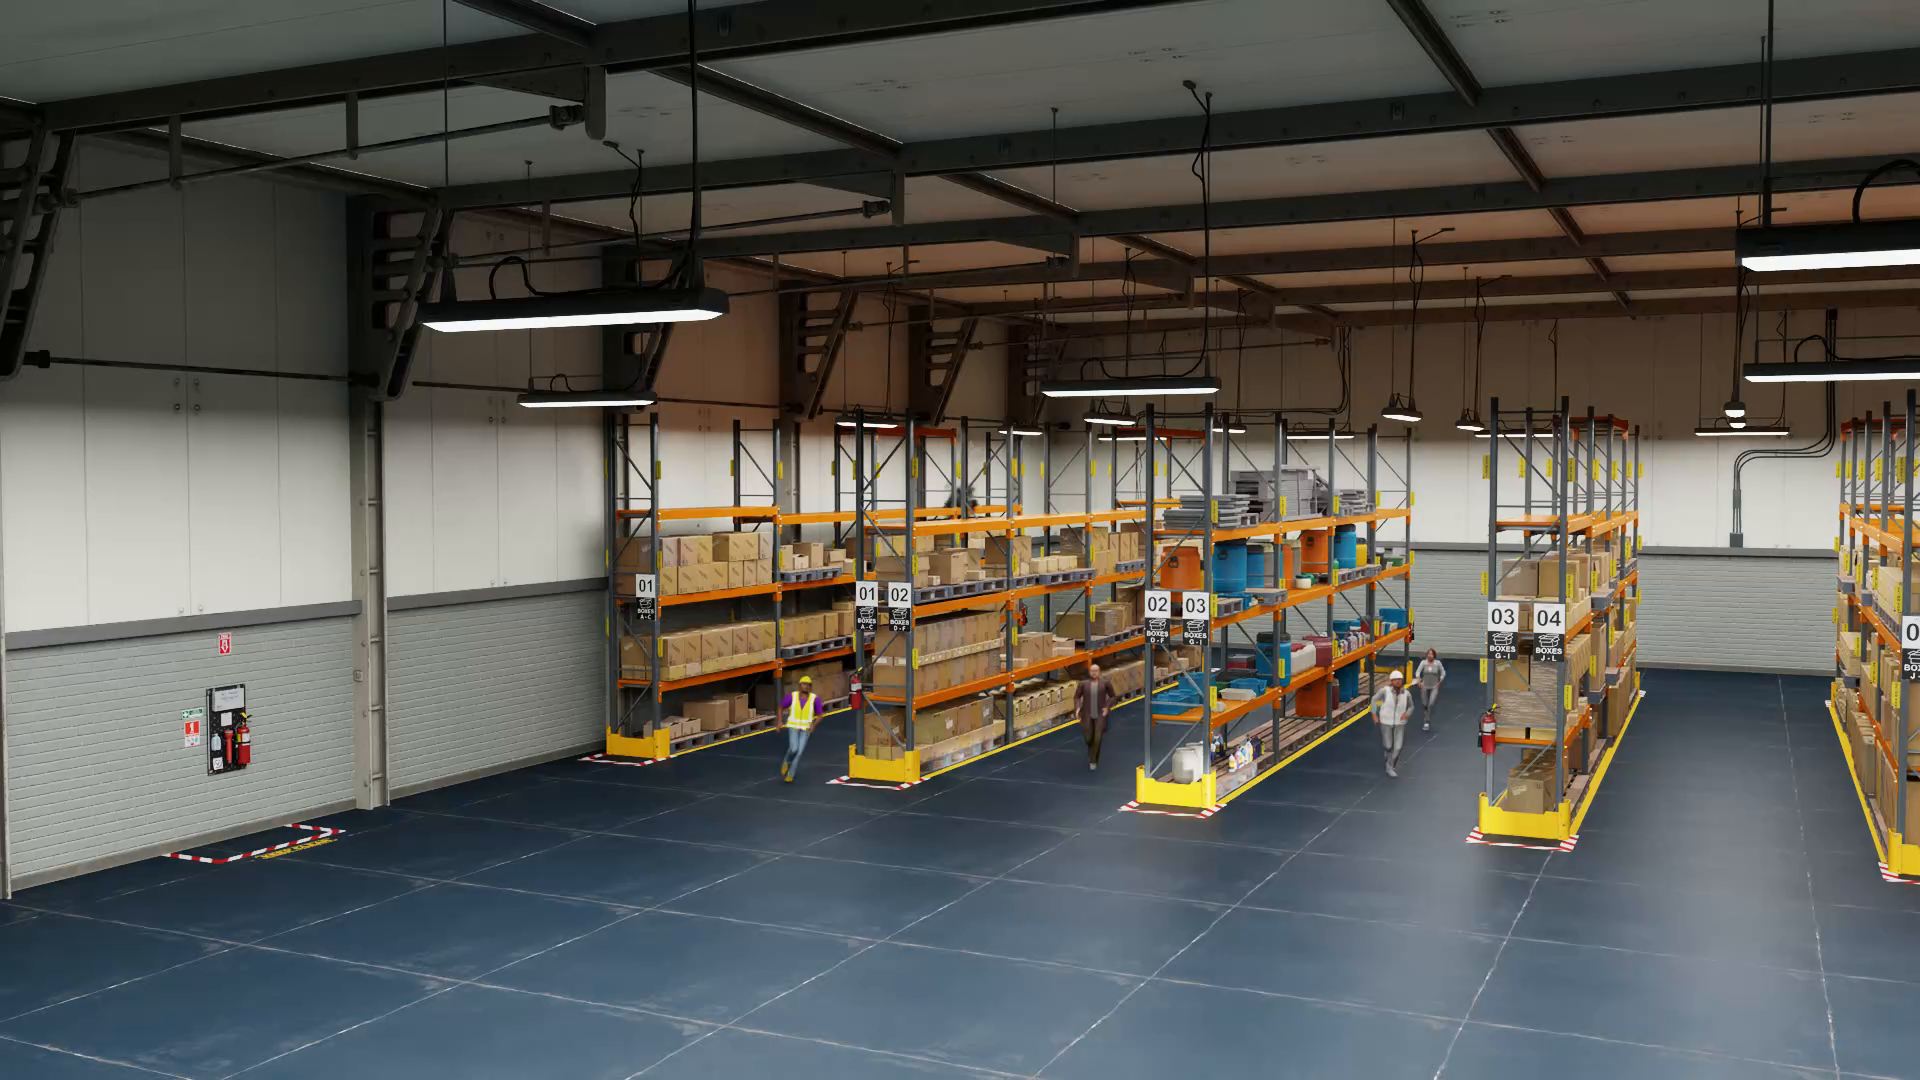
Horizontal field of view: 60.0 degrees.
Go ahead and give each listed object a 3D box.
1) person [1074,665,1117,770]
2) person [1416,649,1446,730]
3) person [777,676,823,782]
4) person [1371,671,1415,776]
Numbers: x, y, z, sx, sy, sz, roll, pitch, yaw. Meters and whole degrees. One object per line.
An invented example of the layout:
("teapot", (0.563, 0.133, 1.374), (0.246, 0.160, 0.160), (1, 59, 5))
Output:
("person", (2.276, 2.961, 28.047), (0.724, 1.729, 0.653), (0, 2, 9))
("person", (9.136, 2.877, 32.286), (0.559, 1.565, 0.564), (1, 3, 19))
("person", (-2.553, 3.033, 26.632), (0.743, 1.696, 0.557), (0, 2, -10))
("person", (7.120, 3.007, 27.350), (0.693, 1.731, 0.685), (0, 2, 7))
